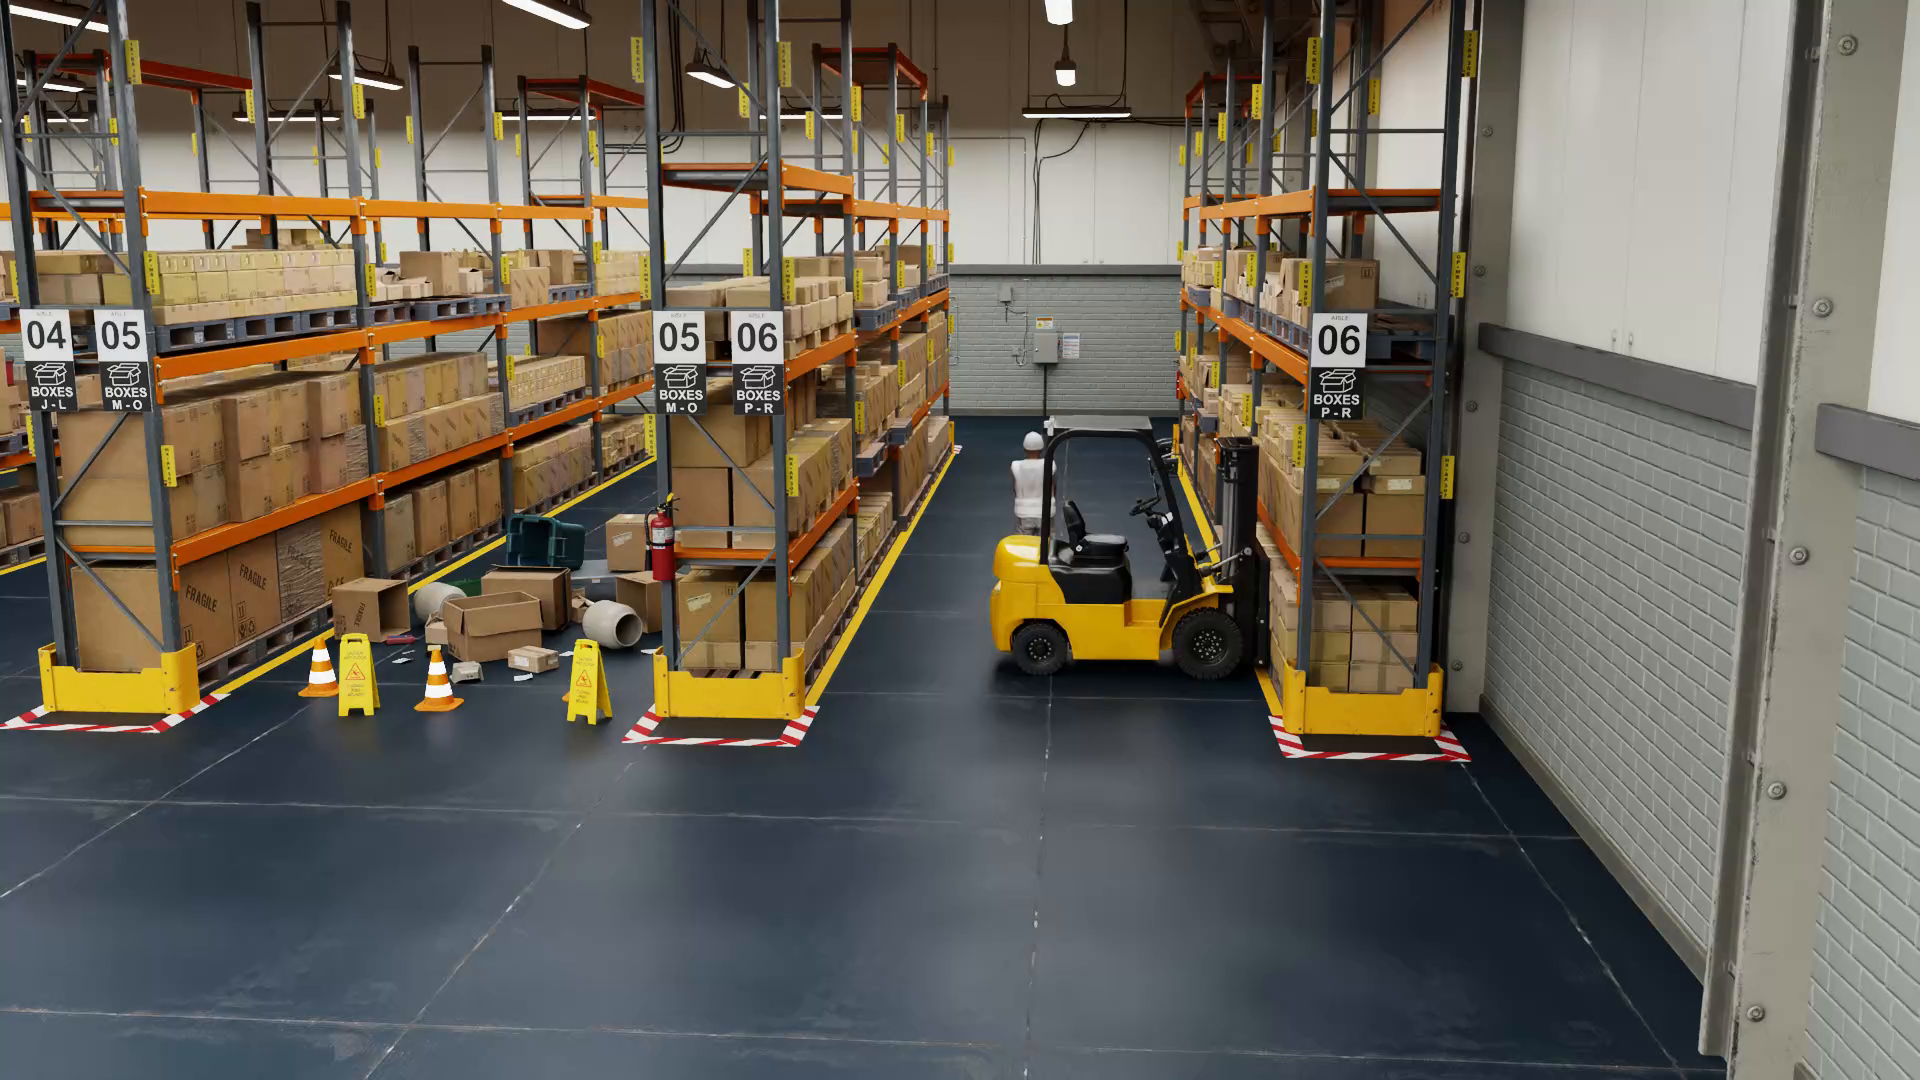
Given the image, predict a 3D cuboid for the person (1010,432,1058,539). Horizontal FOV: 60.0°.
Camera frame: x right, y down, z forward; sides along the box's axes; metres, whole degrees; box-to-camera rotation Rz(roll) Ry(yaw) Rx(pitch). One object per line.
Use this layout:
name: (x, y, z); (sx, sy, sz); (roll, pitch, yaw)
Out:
person: (0.769, -0.257, 17.256); (0.487, 1.778, 0.584); (1, 11, 4)
